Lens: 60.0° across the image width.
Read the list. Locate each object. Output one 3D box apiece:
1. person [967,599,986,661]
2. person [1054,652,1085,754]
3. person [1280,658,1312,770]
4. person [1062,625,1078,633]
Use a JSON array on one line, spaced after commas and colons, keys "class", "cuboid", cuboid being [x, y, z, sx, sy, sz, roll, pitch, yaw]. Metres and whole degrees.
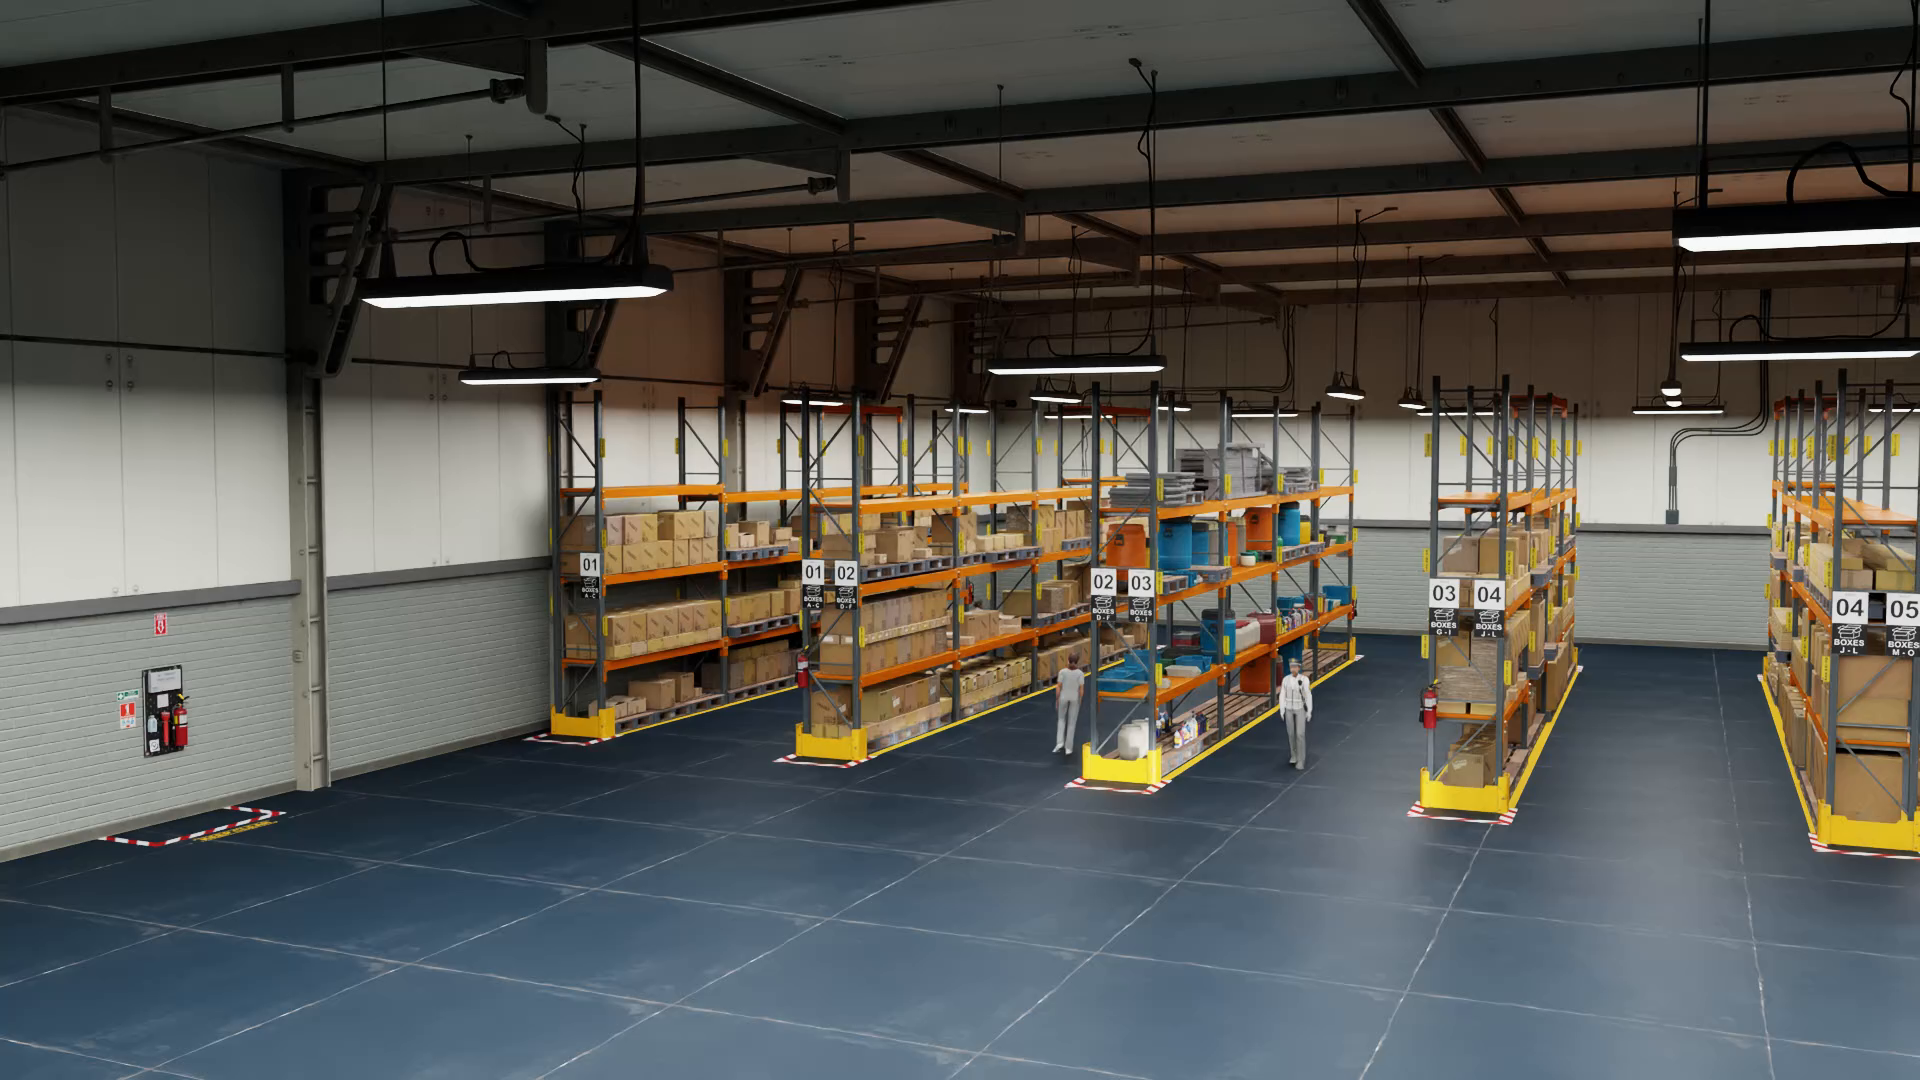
[{"class": "person", "cuboid": [0.373, 2.171, 37.126, 0.599, 1.693, 0.501, -3, 4, -42]}, {"class": "person", "cuboid": [1.775, 2.678, 27.243, 0.523, 1.691, 0.504, 1, 3, 13]}, {"class": "person", "cuboid": [5.268, 2.721, 26.221, 0.501, 1.723, 0.603, 2, 4, 35]}, {"class": "person", "cuboid": [2.917, 1.770, 44.277, 0.443, 1.513, 1.025, 1, 3, 19]}]
